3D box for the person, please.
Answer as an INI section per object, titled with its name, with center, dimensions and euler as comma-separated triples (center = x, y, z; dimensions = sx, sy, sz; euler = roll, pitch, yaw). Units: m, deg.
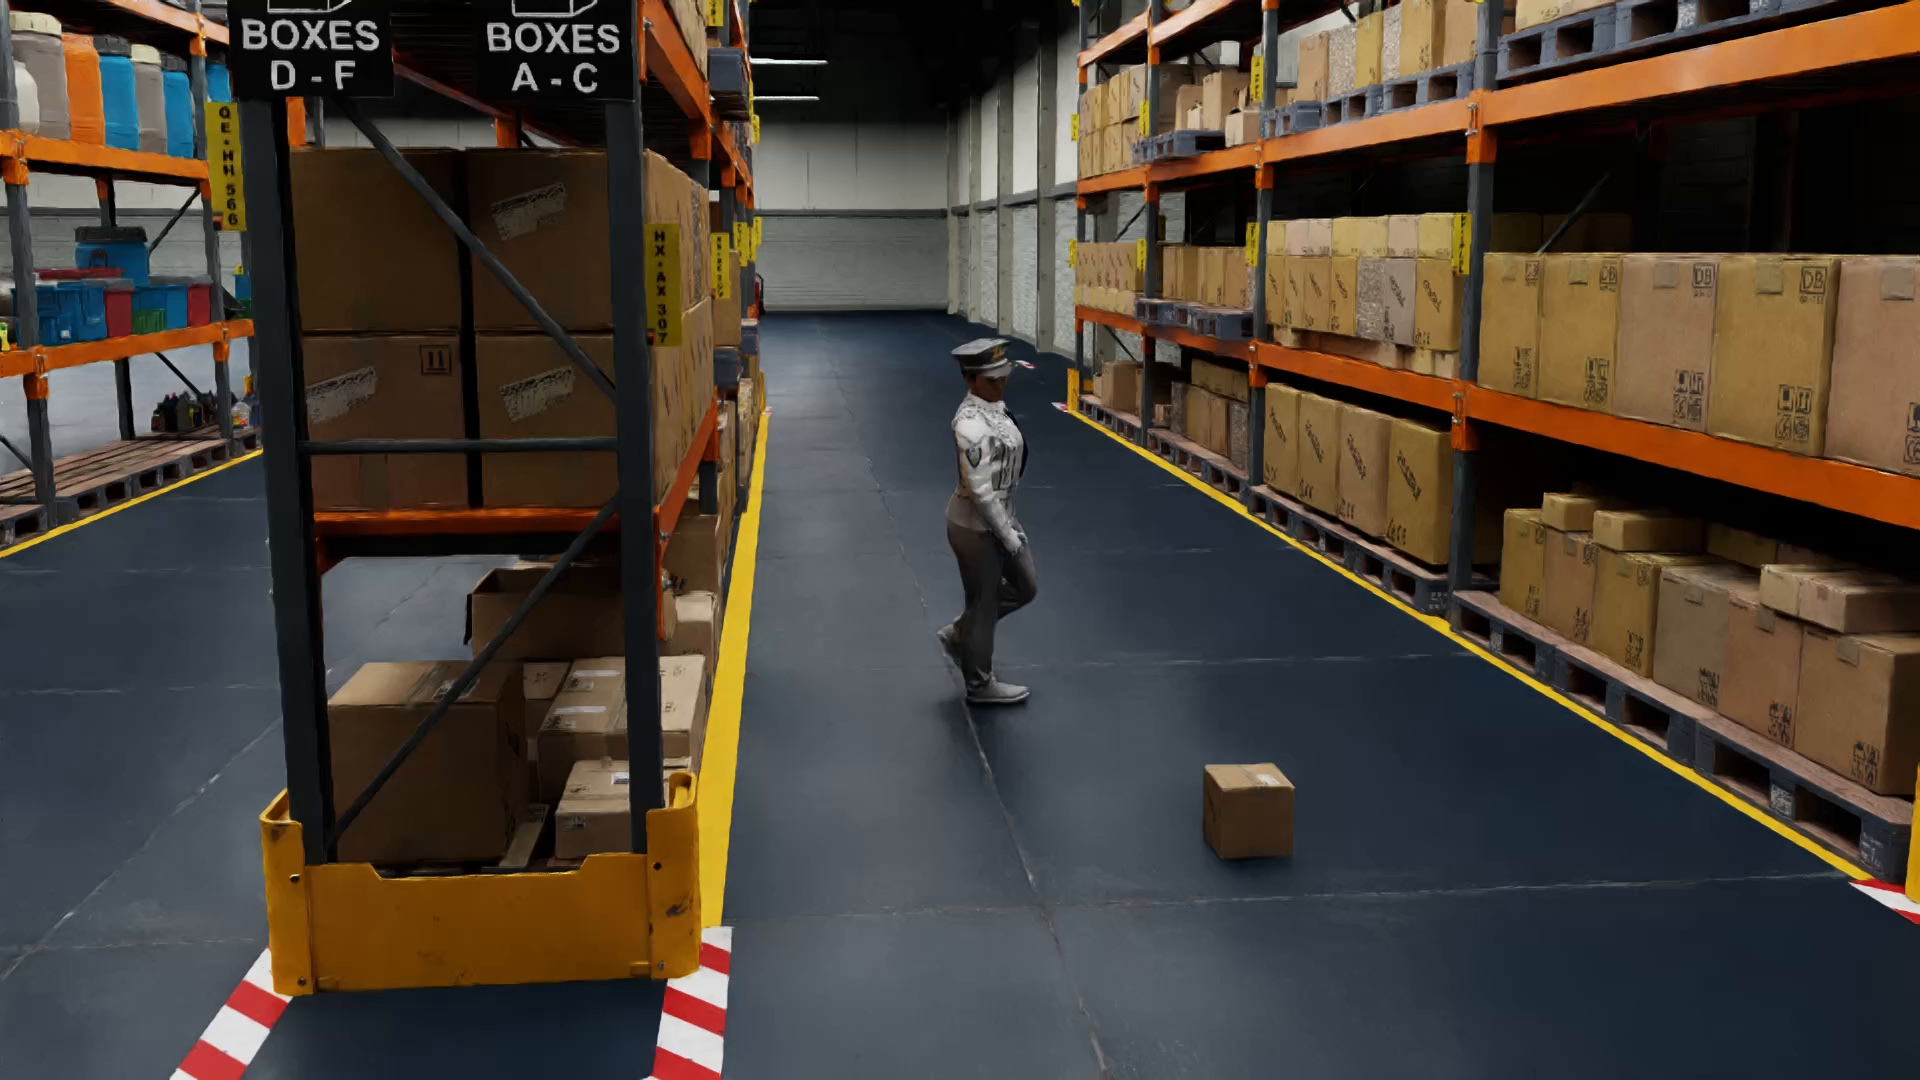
[person]
center = 0.091, -0.062, 7.253
dimensions = 0.472, 1.628, 0.664
euler = 2, 10, 10
